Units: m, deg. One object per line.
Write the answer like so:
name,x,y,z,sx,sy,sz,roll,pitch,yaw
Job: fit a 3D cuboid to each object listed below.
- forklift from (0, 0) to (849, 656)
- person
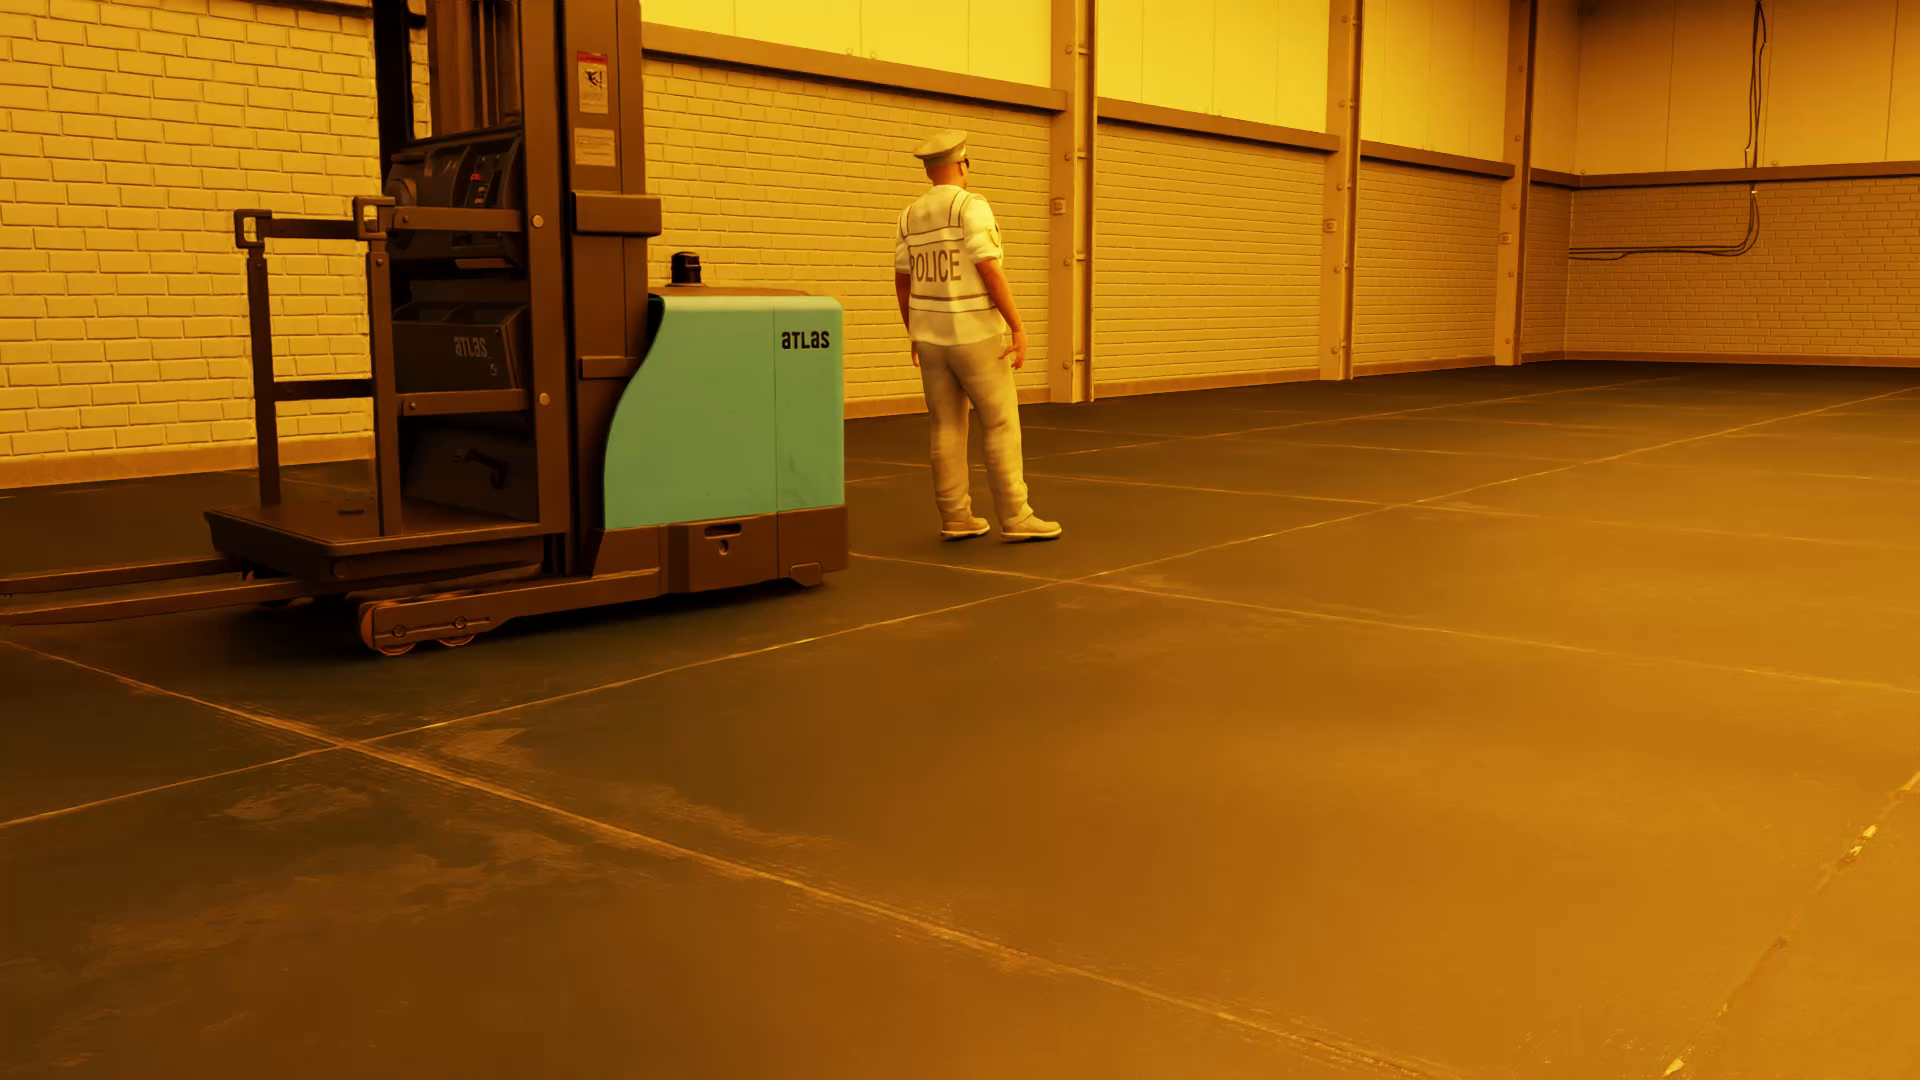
forklift,-1.846,-1.185,5.380,3.031,2.935,1.130,-7,11,-41
person,0.058,-0.897,7.328,0.641,1.780,0.574,7,11,38
